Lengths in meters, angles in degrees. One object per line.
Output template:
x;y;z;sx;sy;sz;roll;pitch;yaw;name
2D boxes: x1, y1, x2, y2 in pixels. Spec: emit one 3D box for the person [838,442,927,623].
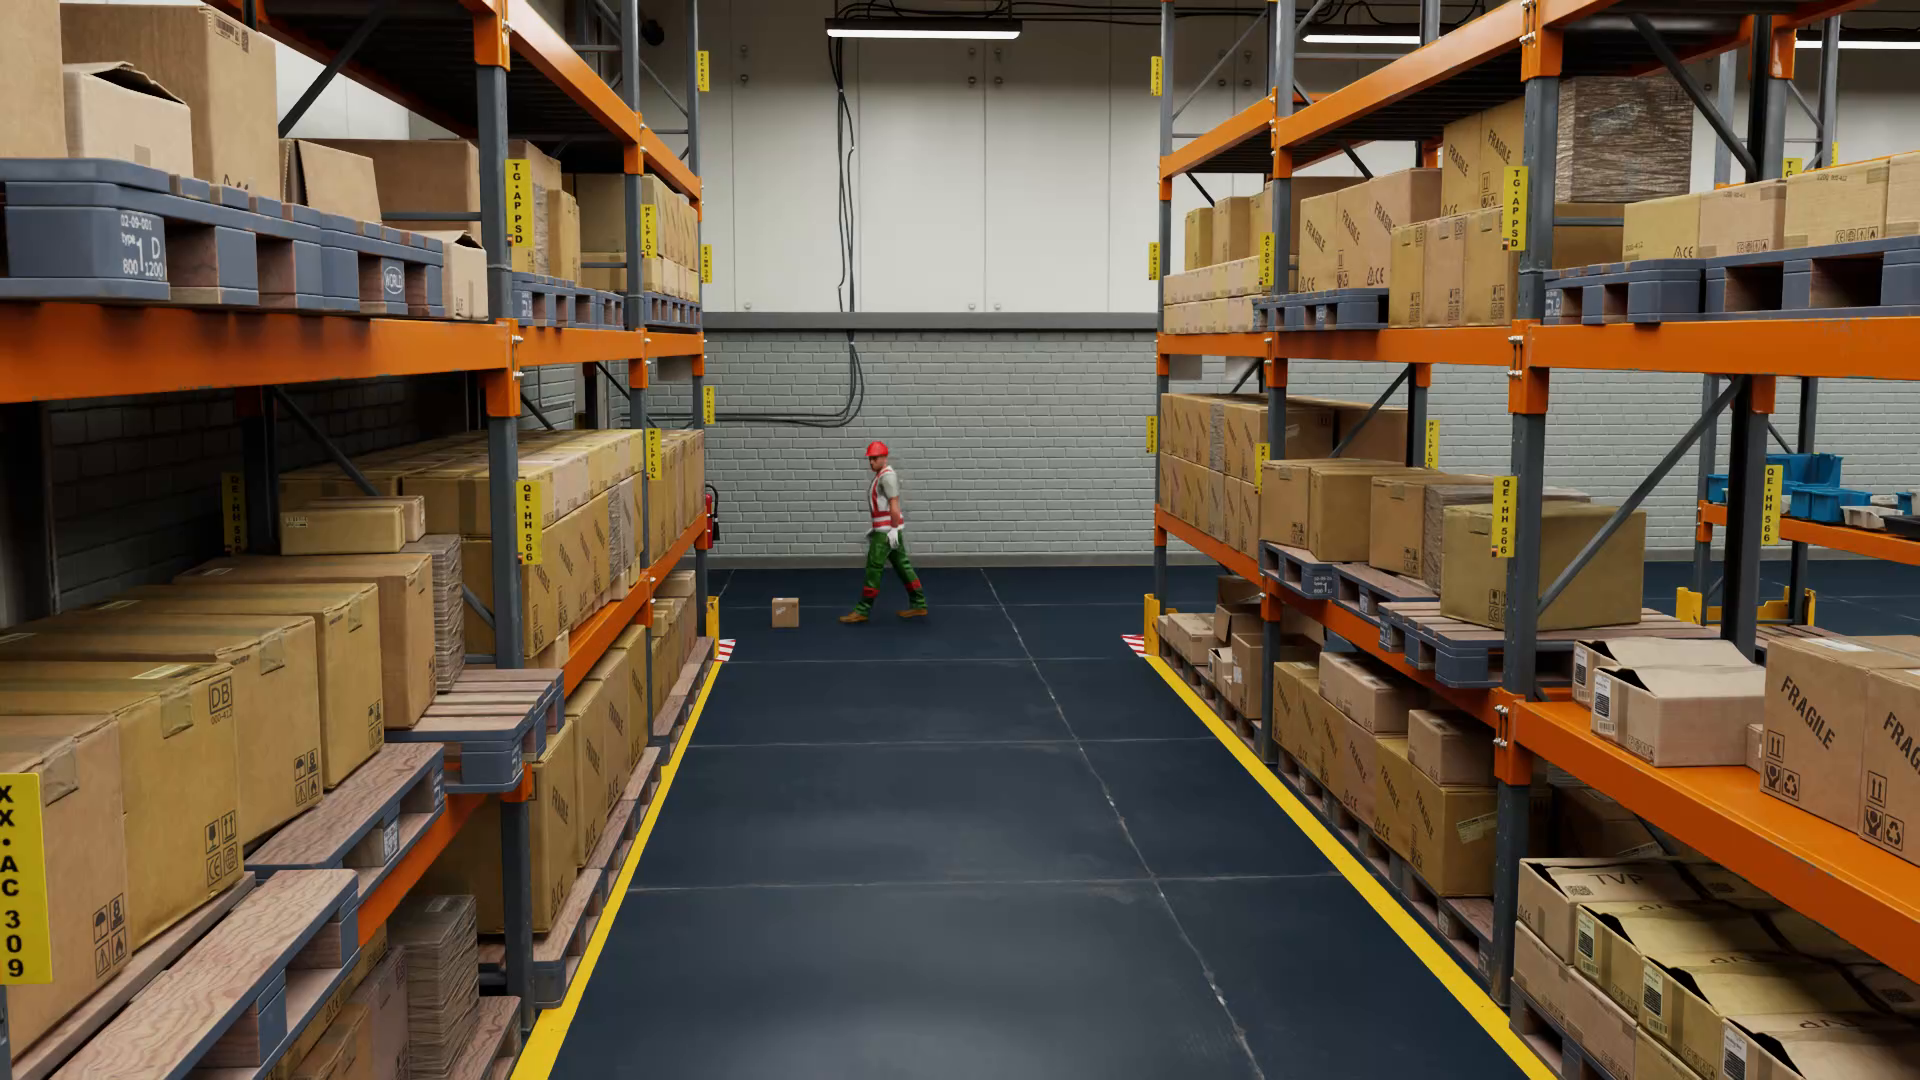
-0.761;-0.089;16.274;0.880;1.748;0.548;0;7;-4;person
